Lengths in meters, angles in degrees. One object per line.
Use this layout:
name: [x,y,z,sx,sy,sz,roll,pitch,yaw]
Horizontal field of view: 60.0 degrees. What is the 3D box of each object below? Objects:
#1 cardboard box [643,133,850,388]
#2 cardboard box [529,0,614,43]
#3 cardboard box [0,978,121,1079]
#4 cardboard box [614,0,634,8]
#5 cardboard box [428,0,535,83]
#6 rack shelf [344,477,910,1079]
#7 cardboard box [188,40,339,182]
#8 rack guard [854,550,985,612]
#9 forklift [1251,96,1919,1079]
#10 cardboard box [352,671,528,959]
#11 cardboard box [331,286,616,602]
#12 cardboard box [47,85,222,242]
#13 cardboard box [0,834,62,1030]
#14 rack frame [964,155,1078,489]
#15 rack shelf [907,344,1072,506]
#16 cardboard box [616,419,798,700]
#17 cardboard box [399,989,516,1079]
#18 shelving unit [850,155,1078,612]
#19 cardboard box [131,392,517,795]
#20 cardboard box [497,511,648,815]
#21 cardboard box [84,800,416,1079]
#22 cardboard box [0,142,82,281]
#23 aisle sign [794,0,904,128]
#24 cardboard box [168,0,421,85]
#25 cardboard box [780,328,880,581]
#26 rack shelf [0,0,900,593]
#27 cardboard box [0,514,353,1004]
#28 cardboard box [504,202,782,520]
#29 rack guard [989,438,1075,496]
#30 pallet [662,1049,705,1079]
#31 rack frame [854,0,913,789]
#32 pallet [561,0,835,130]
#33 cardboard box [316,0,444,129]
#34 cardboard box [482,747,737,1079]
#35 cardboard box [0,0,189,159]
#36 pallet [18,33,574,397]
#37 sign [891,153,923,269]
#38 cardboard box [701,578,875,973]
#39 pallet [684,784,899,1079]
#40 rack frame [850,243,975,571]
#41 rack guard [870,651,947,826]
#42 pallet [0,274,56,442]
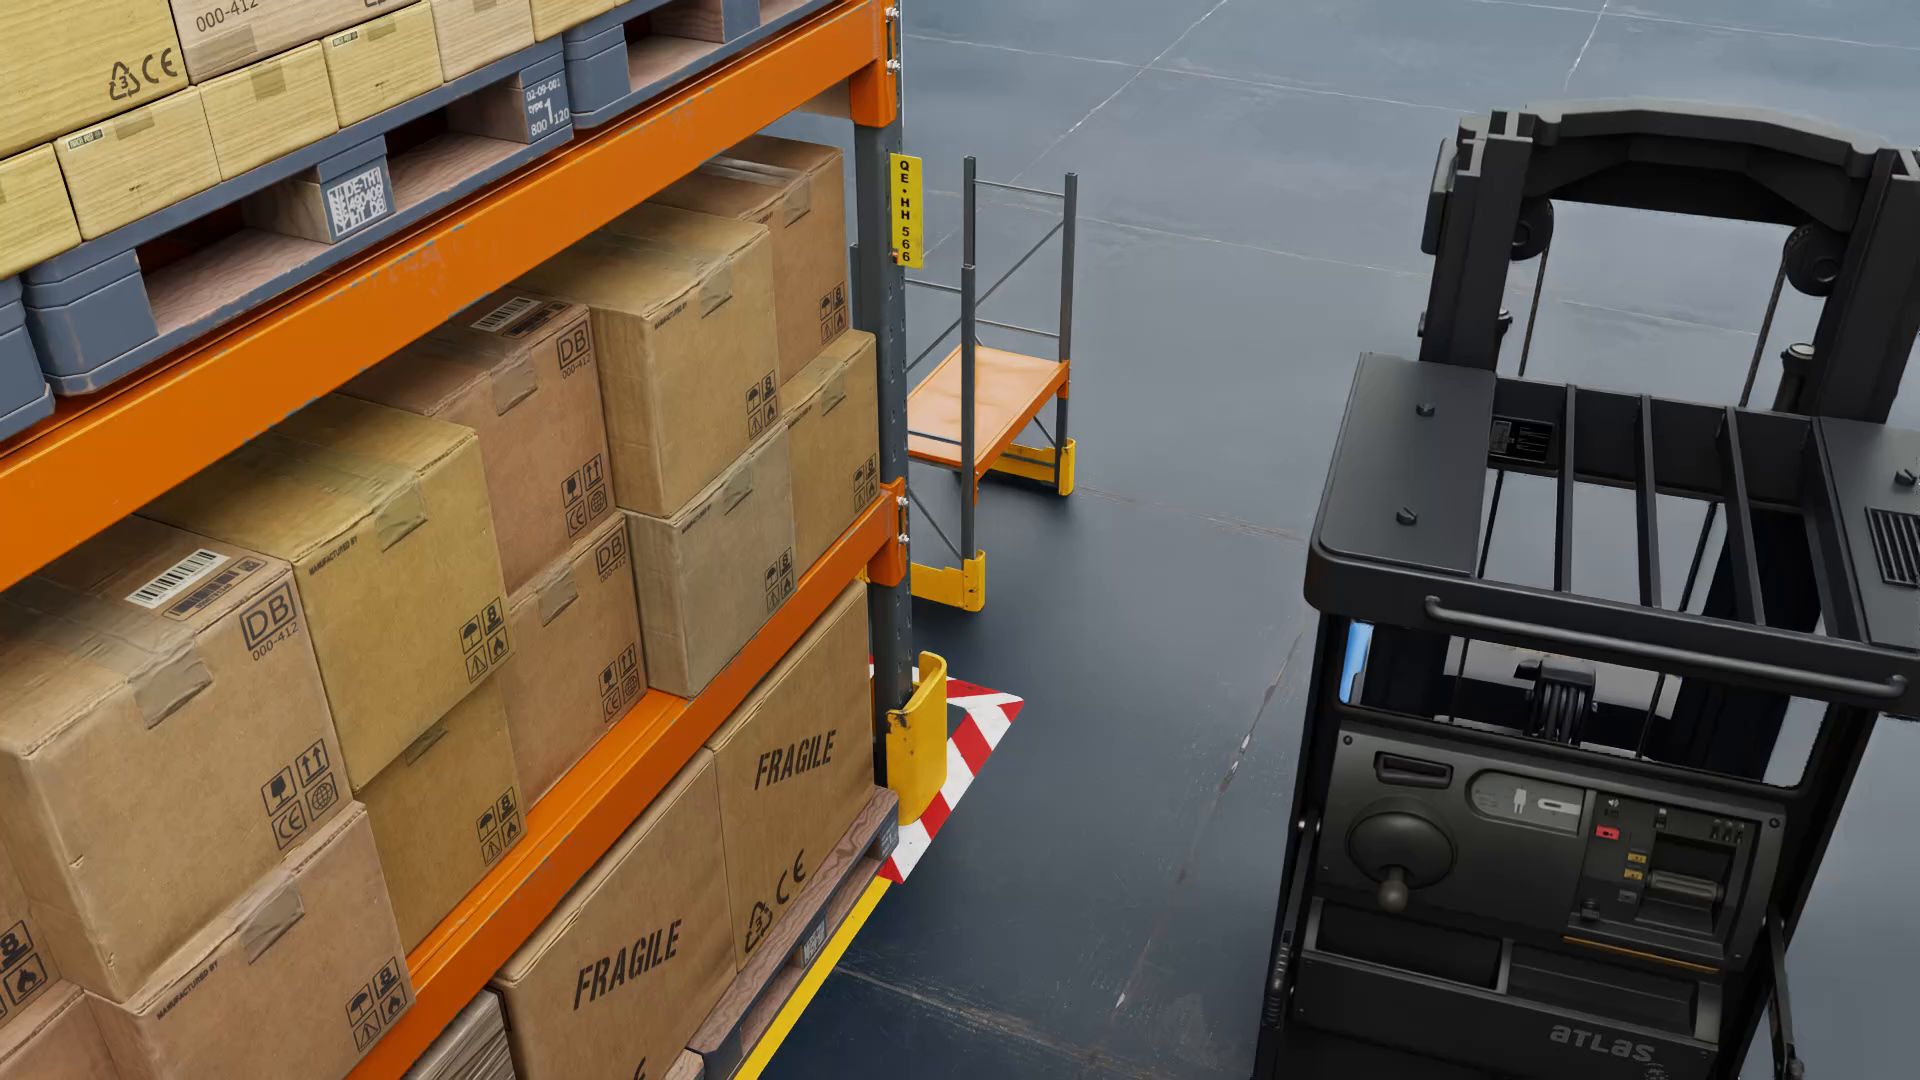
cardboard box: [-0.828,-0.801,4.615,0.875,0.550,0.550,14,36,20]
cardboard box: [-0.895,-1.079,3.180,0.380,0.149,0.250,14,36,20]
cardboard box: [-1.958,1.001,2.851,0.875,0.550,0.550,14,36,20]
cardboard box: [-0.789,-1.207,3.375,0.380,0.149,0.250,15,36,21]
cardboard box: [-1.001,-0.954,2.988,0.380,0.149,0.250,14,36,21]
rack shelf: [-1.475,0.834,3.898,1.077,0.370,4.000,14,36,20]
cardboard box: [-1.214,-0.698,2.599,0.380,0.149,0.250,15,36,21]
rack guard: [-0.176,0.106,6.861,0.587,0.250,0.087,14,36,20]
forklift: [1.214,0.731,3.462,1.130,2.935,3.031,10,35,15]
cardboard box: [-1.495,0.472,3.658,0.875,0.550,0.500,14,36,20]
cardboard box: [-1.332,-0.258,3.787,0.875,0.550,0.550,14,36,20]
cardboard box: [-1.319,-0.575,2.411,0.380,0.149,0.250,14,36,21]
cardboard box: [-2.001,0.539,2.571,0.875,0.550,0.550,14,36,20]
rack frame: [0.248,-0.923,7.290,0.500,1.500,0.032,14,36,20]
rack shelf: [0.036,-0.519,7.002,0.538,0.185,1.000,14,36,20]
cardboard box: [-0.962,-0.051,4.456,0.875,0.550,0.550,14,36,20]
cardboard box: [-1.611,1.495,3.789,0.875,0.875,0.875,14,36,21]
shelving unit: [0.032,-0.665,6.897,0.587,1.500,1.083,14,36,20]
cardboard box: [-1.436,0.035,3.339,0.875,0.550,0.500,14,36,20]
cardboard box: [-1.311,0.199,4.075,0.875,0.550,0.550,14,36,20]
cardboard box: [-1.626,0.759,3.220,0.875,0.550,0.550,14,36,20]
cardboard box: [-1.426,-0.448,2.217,0.380,0.149,0.250,14,36,20]
aisle sign: [-0.336,-1.516,4.456,0.394,0.787,0.004,14,36,20]
cardboard box: [-1.221,-0.939,2.602,0.500,0.250,0.500,15,36,21]
cardboard box: [-0.752,-0.330,4.881,0.875,0.550,0.550,14,36,20]
rack shelf: [-1.475,-0.420,3.076,1.077,0.370,4.000,14,36,20]
cardboard box: [-1.651,0.301,2.934,0.875,0.550,0.550,14,36,20]
cardboard box: [-0.975,-0.506,4.165,0.875,0.550,0.550,14,36,20]
rack guard: [0.240,-0.391,7.618,0.587,0.250,0.087,14,36,20]
pallet: [-1.413,1.725,4.427,1.003,0.211,1.213,14,36,20]
rack frame: [-0.638,-0.463,5.220,1.000,3.000,0.127,14,36,20]
pallet: [-0.939,-1.308,3.855,1.003,0.211,1.213,14,36,20]
cardboard box: [-1.108,-0.827,2.795,0.380,0.149,0.250,15,36,21]
cardboard box: [-1.228,1.042,4.481,0.875,0.875,0.875,14,36,20]
cardboard box: [-1.432,-0.686,2.217,0.500,0.250,0.500,14,36,20]
pallet: [-1.448,-0.698,2.925,1.003,0.211,1.213,14,36,20]
sign: [-0.151,-0.915,4.637,0.100,0.325,0.005,14,36,20]
cardboard box: [-0.862,0.603,5.150,0.875,0.875,0.875,14,36,21]
pallet: [-0.901,1.120,5.350,1.003,0.211,1.213,14,36,20]
rack frame: [-0.177,-0.416,6.517,0.500,1.500,0.032,14,36,20]
rack guard: [-0.628,0.571,5.924,1.175,0.500,0.348,14,36,20]
pallet: [-1.960,-0.093,2.002,1.003,0.211,1.213,14,36,20]
